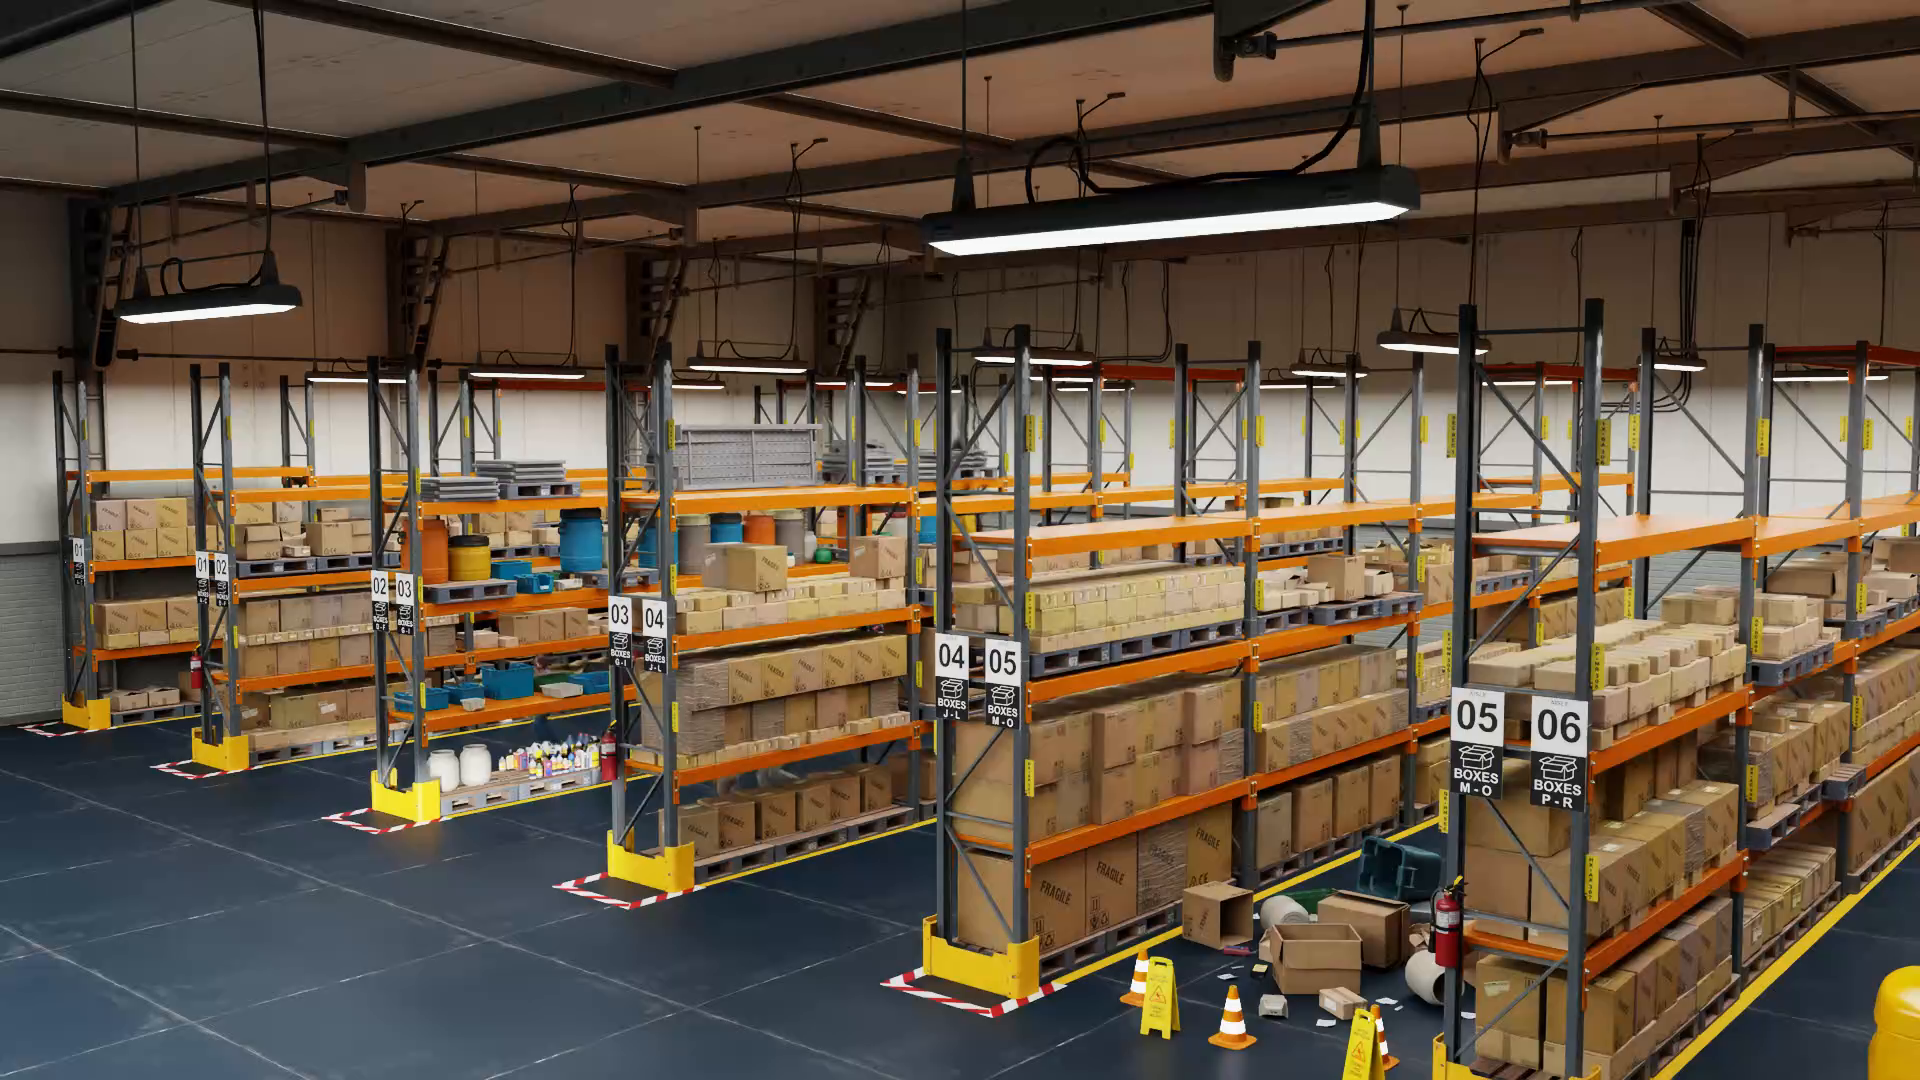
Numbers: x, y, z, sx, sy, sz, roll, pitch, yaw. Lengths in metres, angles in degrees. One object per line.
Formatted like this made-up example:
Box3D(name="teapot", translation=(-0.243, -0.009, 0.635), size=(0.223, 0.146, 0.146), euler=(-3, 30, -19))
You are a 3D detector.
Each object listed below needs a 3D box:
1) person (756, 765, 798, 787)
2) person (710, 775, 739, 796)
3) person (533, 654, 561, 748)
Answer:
Box3D(name="person", translation=(-2.448, 2.752, 22.134), size=(0.765, 1.662, 0.564), euler=(-4, 6, -44))
Box3D(name="person", translation=(-3.054, 2.752, 21.864), size=(0.663, 1.701, 0.752), euler=(2, 5, 25))
Box3D(name="person", translation=(-6.331, 2.550, 25.252), size=(0.513, 1.634, 0.702), euler=(3, 5, 37))
